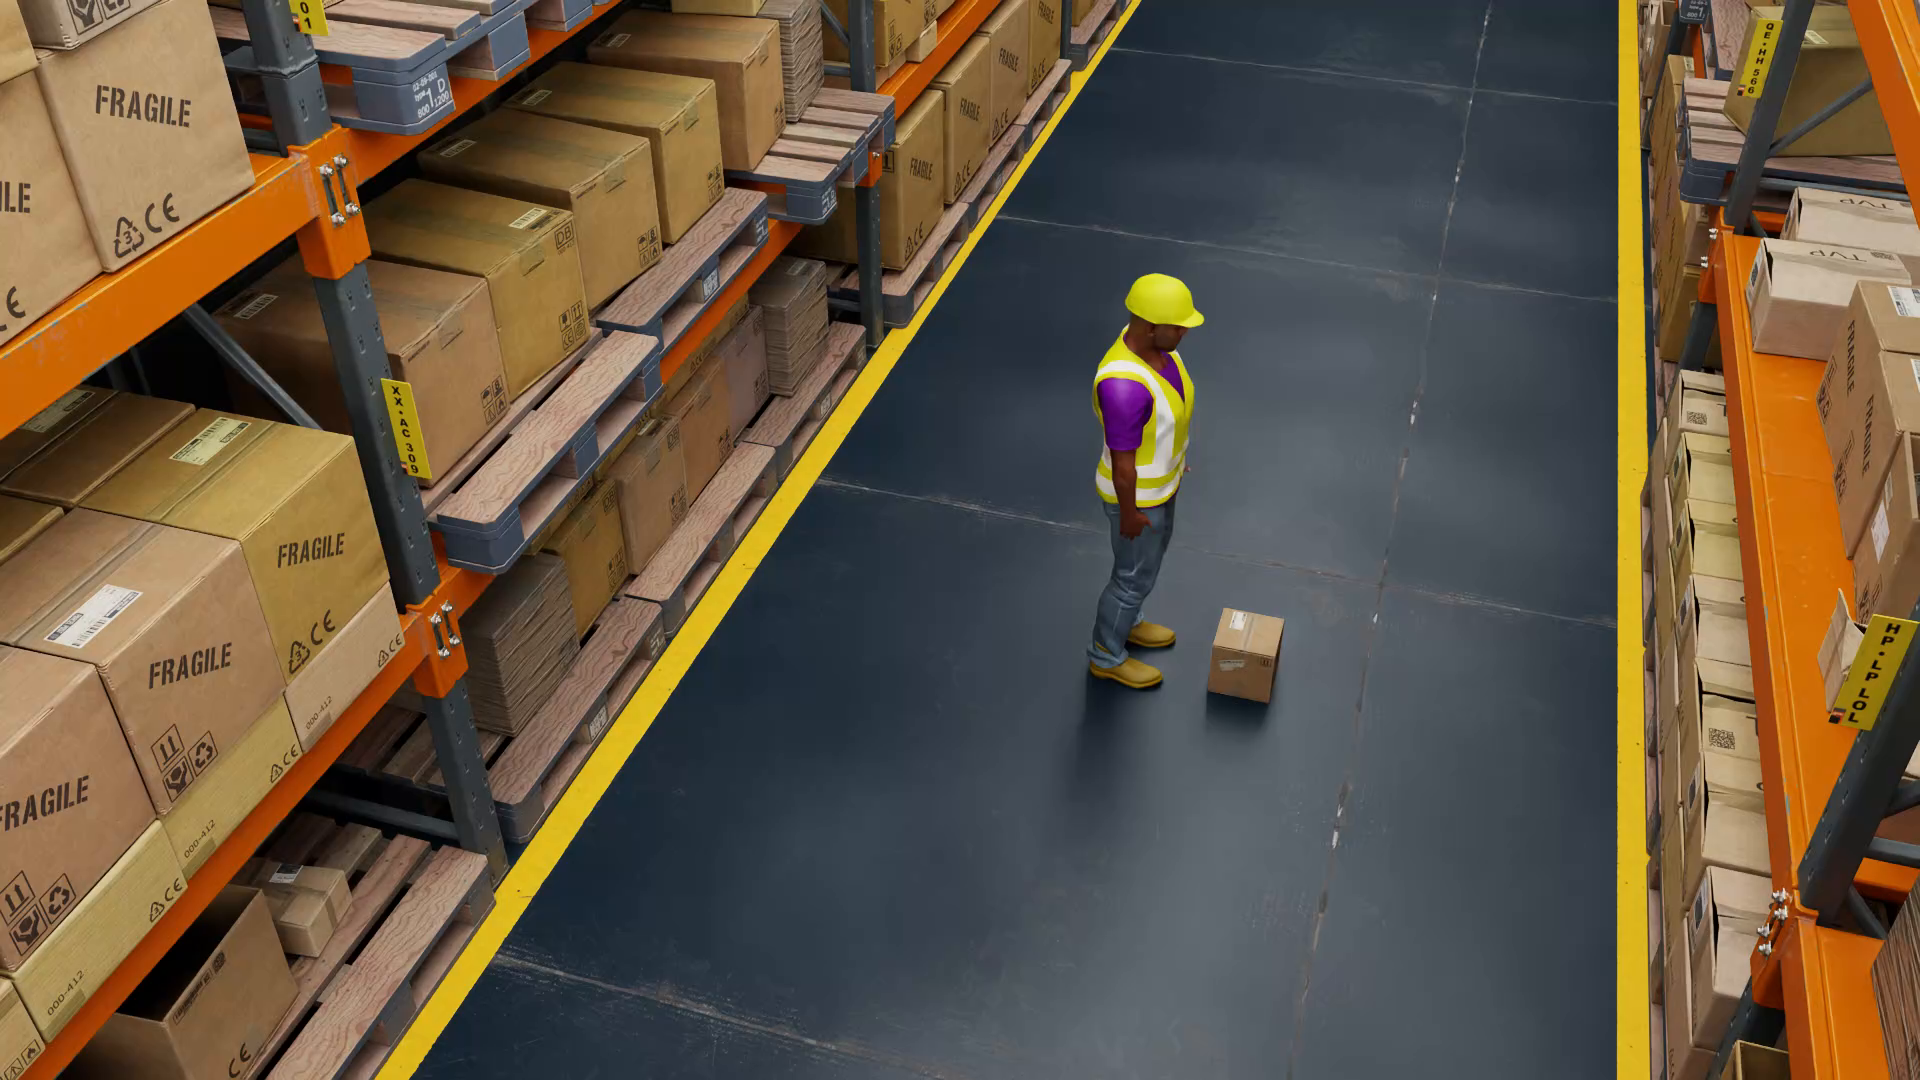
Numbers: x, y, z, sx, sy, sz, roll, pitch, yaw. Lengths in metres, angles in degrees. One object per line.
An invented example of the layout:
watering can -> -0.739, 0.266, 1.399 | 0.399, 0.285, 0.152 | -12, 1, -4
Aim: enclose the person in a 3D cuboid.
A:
person -> 0.704, -0.233, 6.444 | 0.364, 1.763, 0.567 | 11, 38, 15
